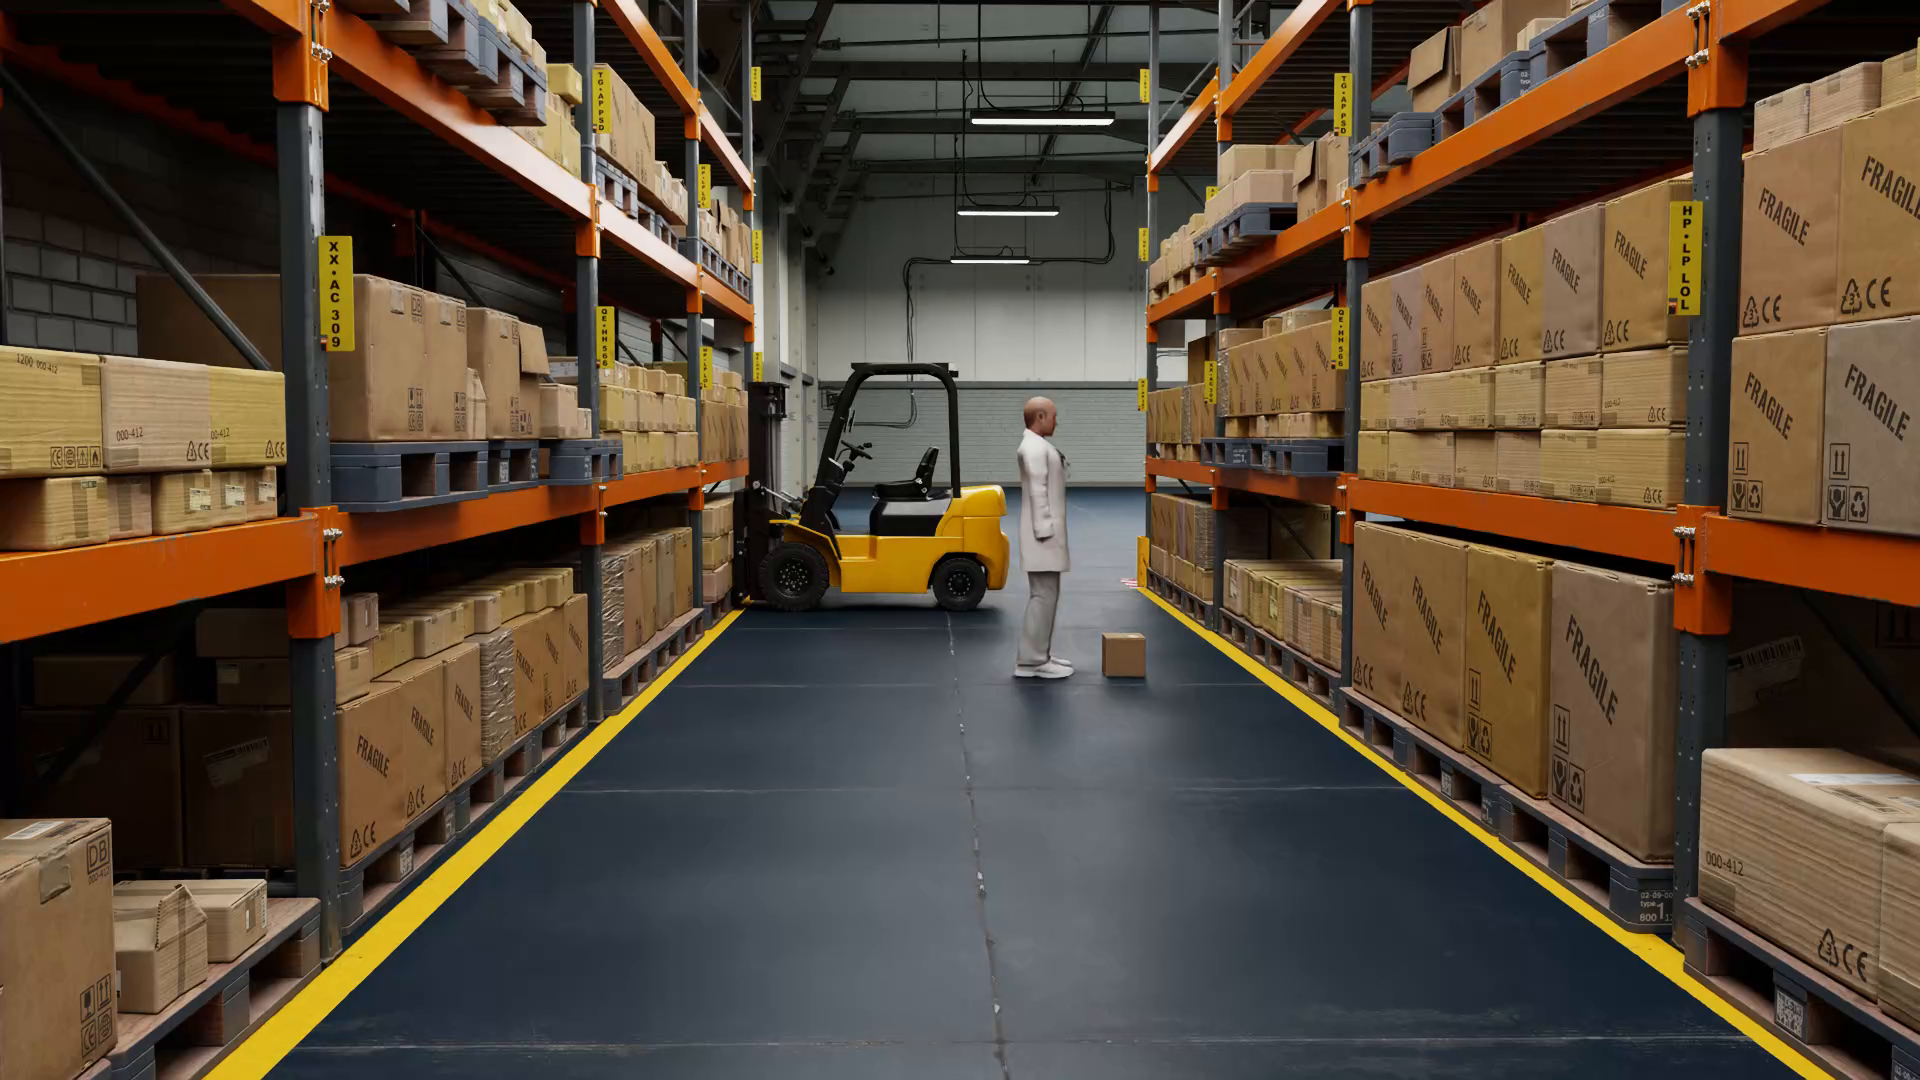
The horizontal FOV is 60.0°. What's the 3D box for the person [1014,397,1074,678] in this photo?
[{"bbox_3d":[0.535,-0.041,10.614,0.382,1.740,0.563,0,4,0],"label":"person"}]
